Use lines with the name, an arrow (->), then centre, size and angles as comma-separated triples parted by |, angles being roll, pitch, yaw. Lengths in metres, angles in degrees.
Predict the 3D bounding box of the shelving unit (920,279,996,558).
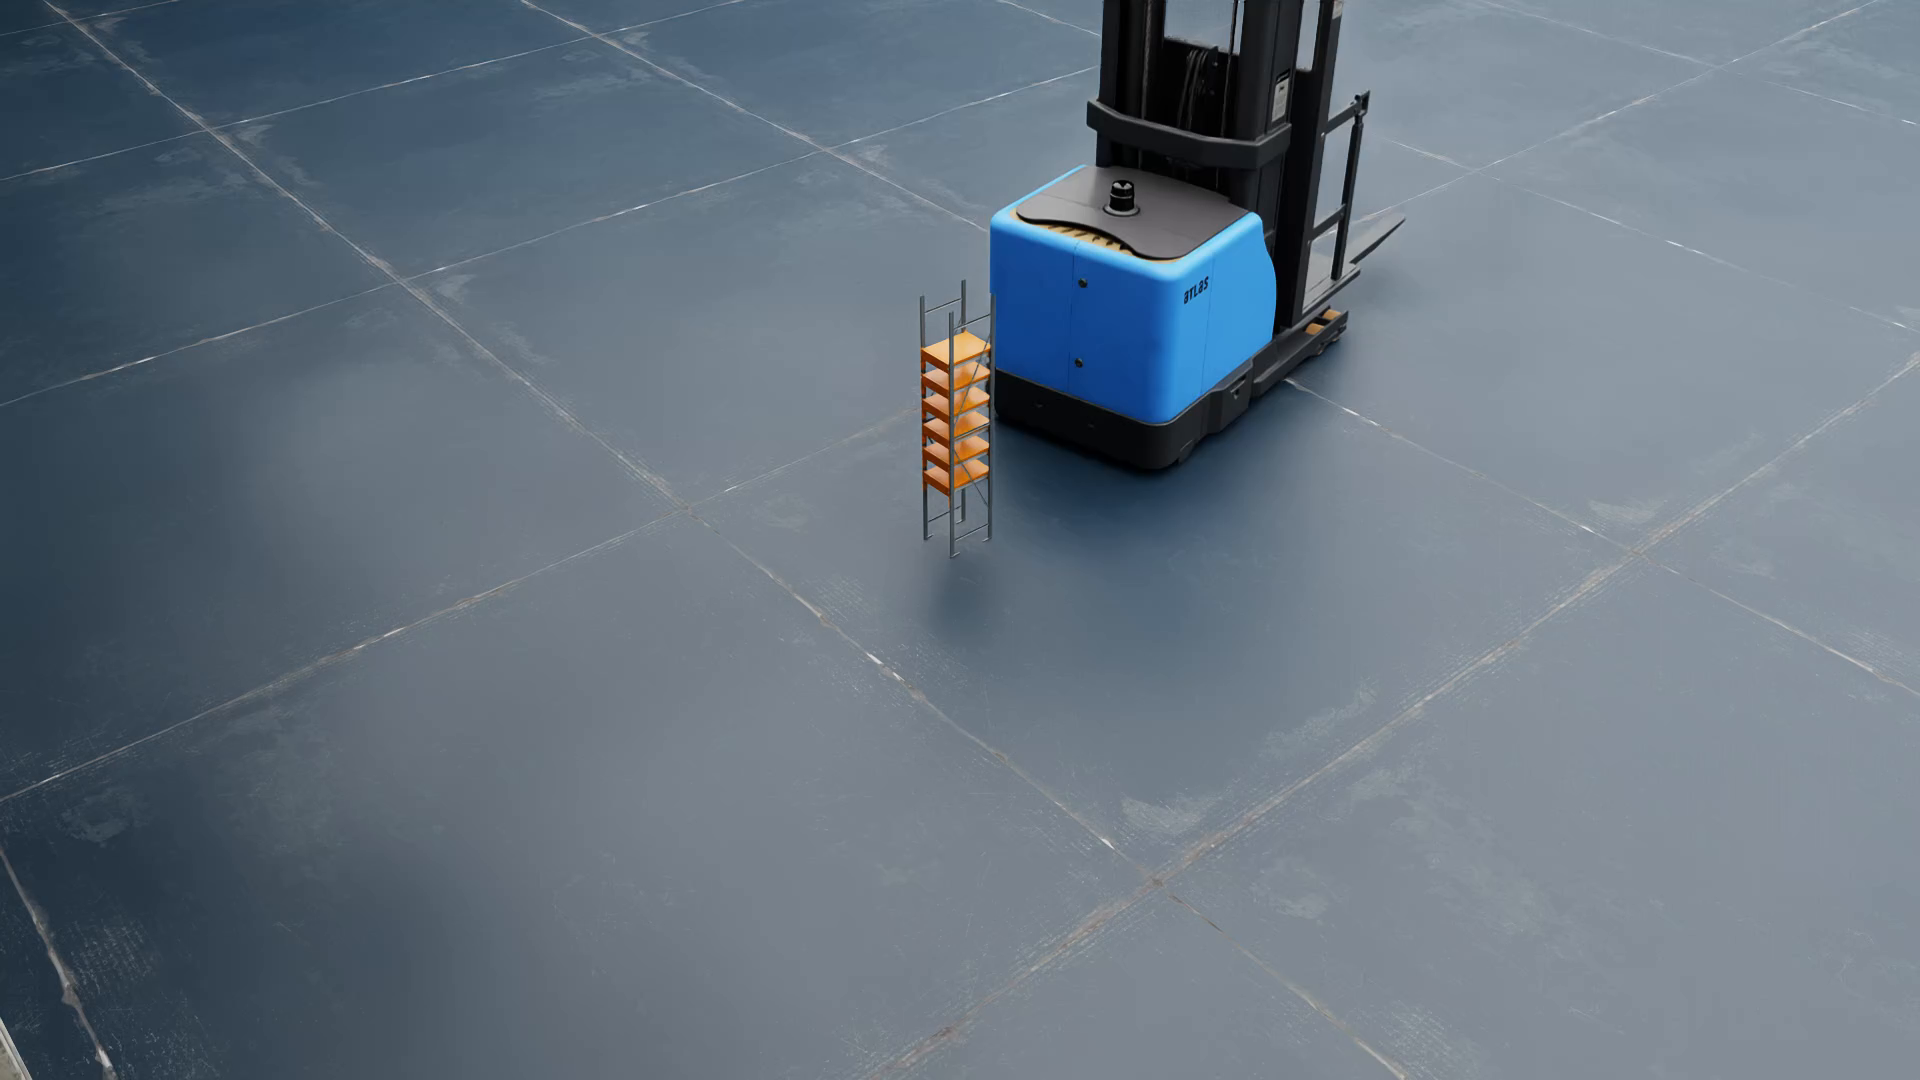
shelving unit -> -0.009, -0.496, 7.045 | 0.258, 1.200, 0.189 | -26, 43, -32

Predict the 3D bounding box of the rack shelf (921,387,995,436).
rack shelf -> -0.009, -0.558, 7.001 | 0.258, 0.103, 0.180 | -26, 43, -32

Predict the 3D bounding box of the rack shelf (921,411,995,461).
rack shelf -> -0.009, -0.460, 7.070 | 0.258, 0.103, 0.180 | -26, 43, -32

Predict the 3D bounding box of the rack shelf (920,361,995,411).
rack shelf -> -0.009, -0.656, 6.931 | 0.258, 0.103, 0.180 | -26, 43, -32

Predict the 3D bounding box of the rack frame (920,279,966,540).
rack frame -> -0.068, -0.536, 7.102 | 0.240, 1.200, 0.006 | -26, 43, -32

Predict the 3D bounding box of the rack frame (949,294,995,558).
rack frame -> 0.050, -0.456, 6.987 | 0.240, 1.200, 0.006 | -26, 43, -32

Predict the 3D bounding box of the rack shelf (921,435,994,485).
rack shelf -> -0.009, -0.362, 7.140 | 0.258, 0.103, 0.180 | -26, 43, -32

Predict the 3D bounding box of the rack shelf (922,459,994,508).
rack shelf -> -0.009, -0.264, 7.209 | 0.258, 0.103, 0.180 | -26, 43, -32

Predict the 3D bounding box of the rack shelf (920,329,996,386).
rack shelf -> -0.009, -0.754, 6.862 | 0.258, 0.103, 0.180 | -26, 43, -32

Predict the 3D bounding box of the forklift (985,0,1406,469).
forklift -> 1.413, -2.321, 8.124 | 1.130, 2.935, 3.031 | 24, 42, 30

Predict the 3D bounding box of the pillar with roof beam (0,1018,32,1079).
pillar with roof beam -> 1.439, -2.861, 3.636 | 9.100, 9.000, 0.400 | -26, 43, -32
